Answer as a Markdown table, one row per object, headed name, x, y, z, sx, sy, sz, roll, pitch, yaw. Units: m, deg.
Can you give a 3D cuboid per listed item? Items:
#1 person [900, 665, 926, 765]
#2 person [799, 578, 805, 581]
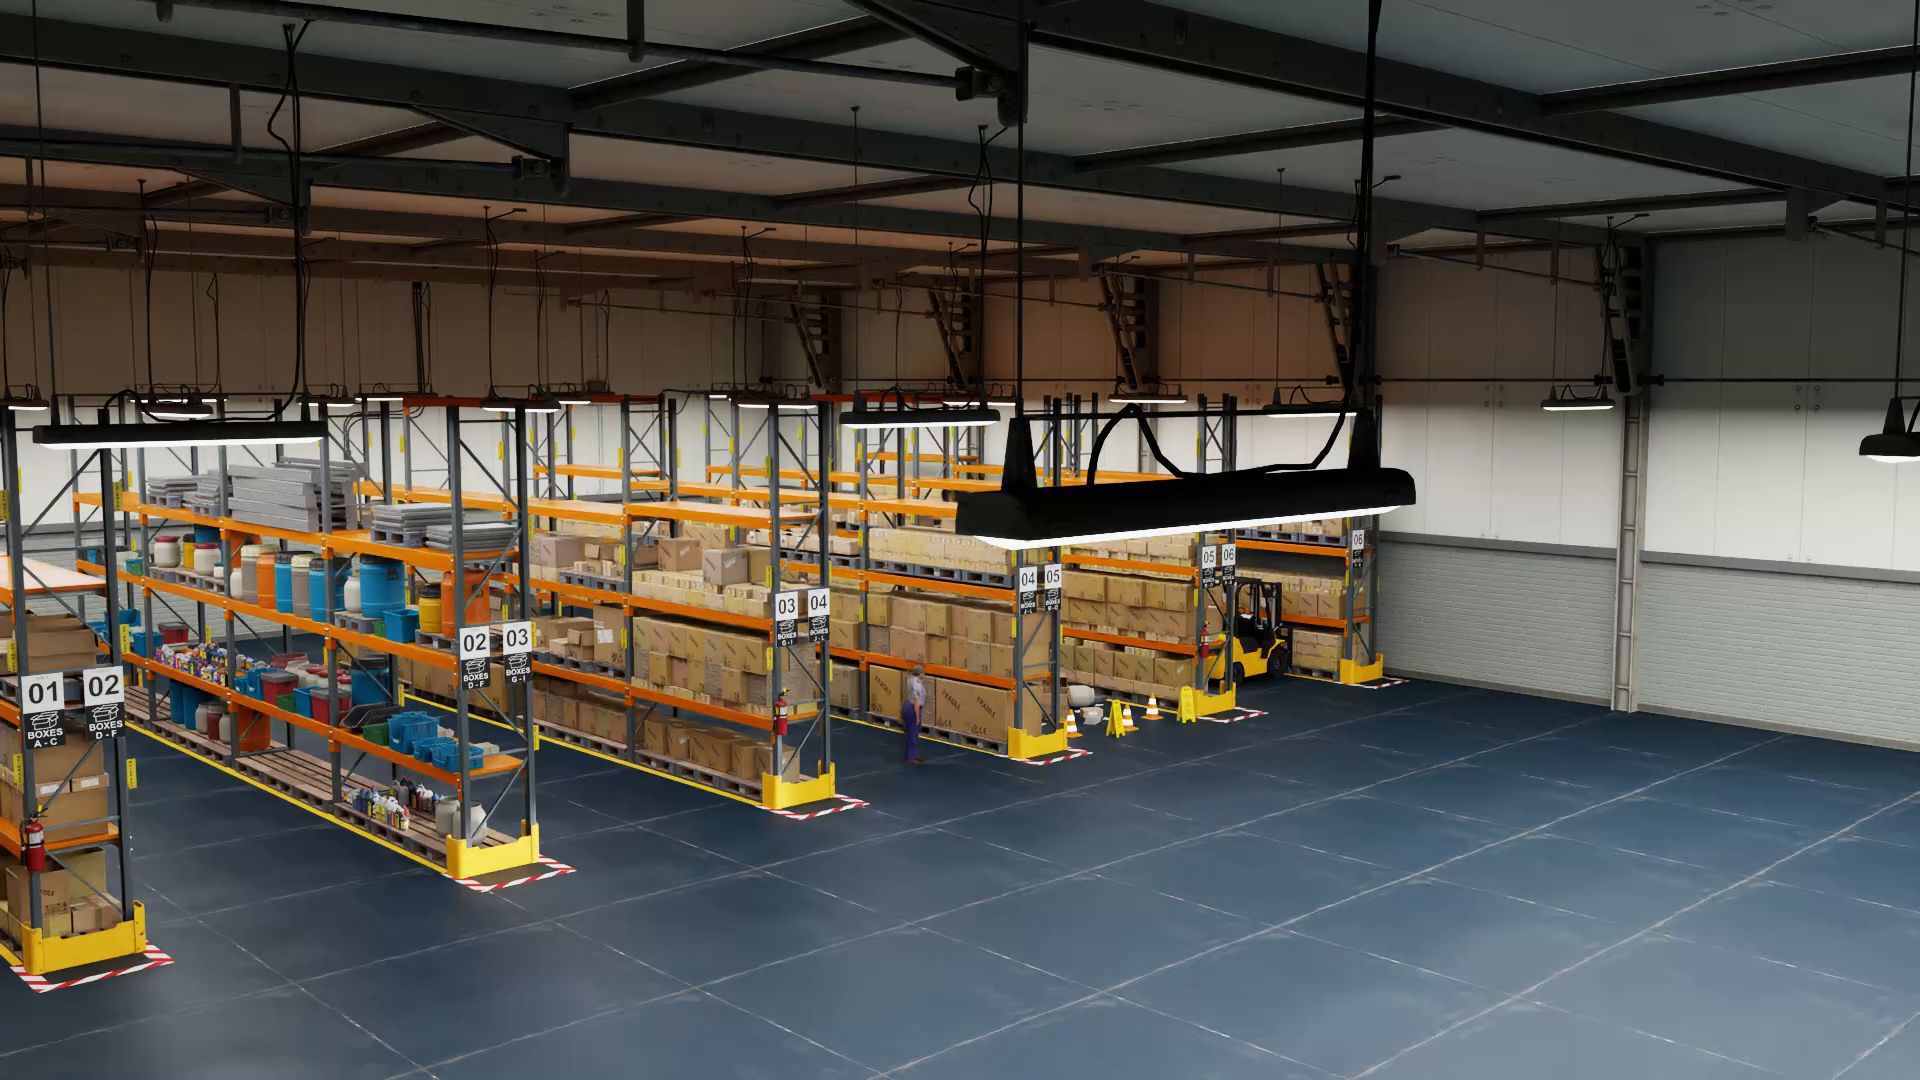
| name | x | y | z | sx | sy | sz | roll | pitch | yaw |
| --- | --- | --- | --- | --- | --- | --- | --- | --- | --- |
| person | -0.768 | 2.872 | 27.416 | 0.388 | 1.657 | 0.508 | -1 | 6 | -15 |
| person | -3.694 | 1.776 | 38.141 | 0.650 | 1.816 | 0.497 | 4 | 7 | 35 |
